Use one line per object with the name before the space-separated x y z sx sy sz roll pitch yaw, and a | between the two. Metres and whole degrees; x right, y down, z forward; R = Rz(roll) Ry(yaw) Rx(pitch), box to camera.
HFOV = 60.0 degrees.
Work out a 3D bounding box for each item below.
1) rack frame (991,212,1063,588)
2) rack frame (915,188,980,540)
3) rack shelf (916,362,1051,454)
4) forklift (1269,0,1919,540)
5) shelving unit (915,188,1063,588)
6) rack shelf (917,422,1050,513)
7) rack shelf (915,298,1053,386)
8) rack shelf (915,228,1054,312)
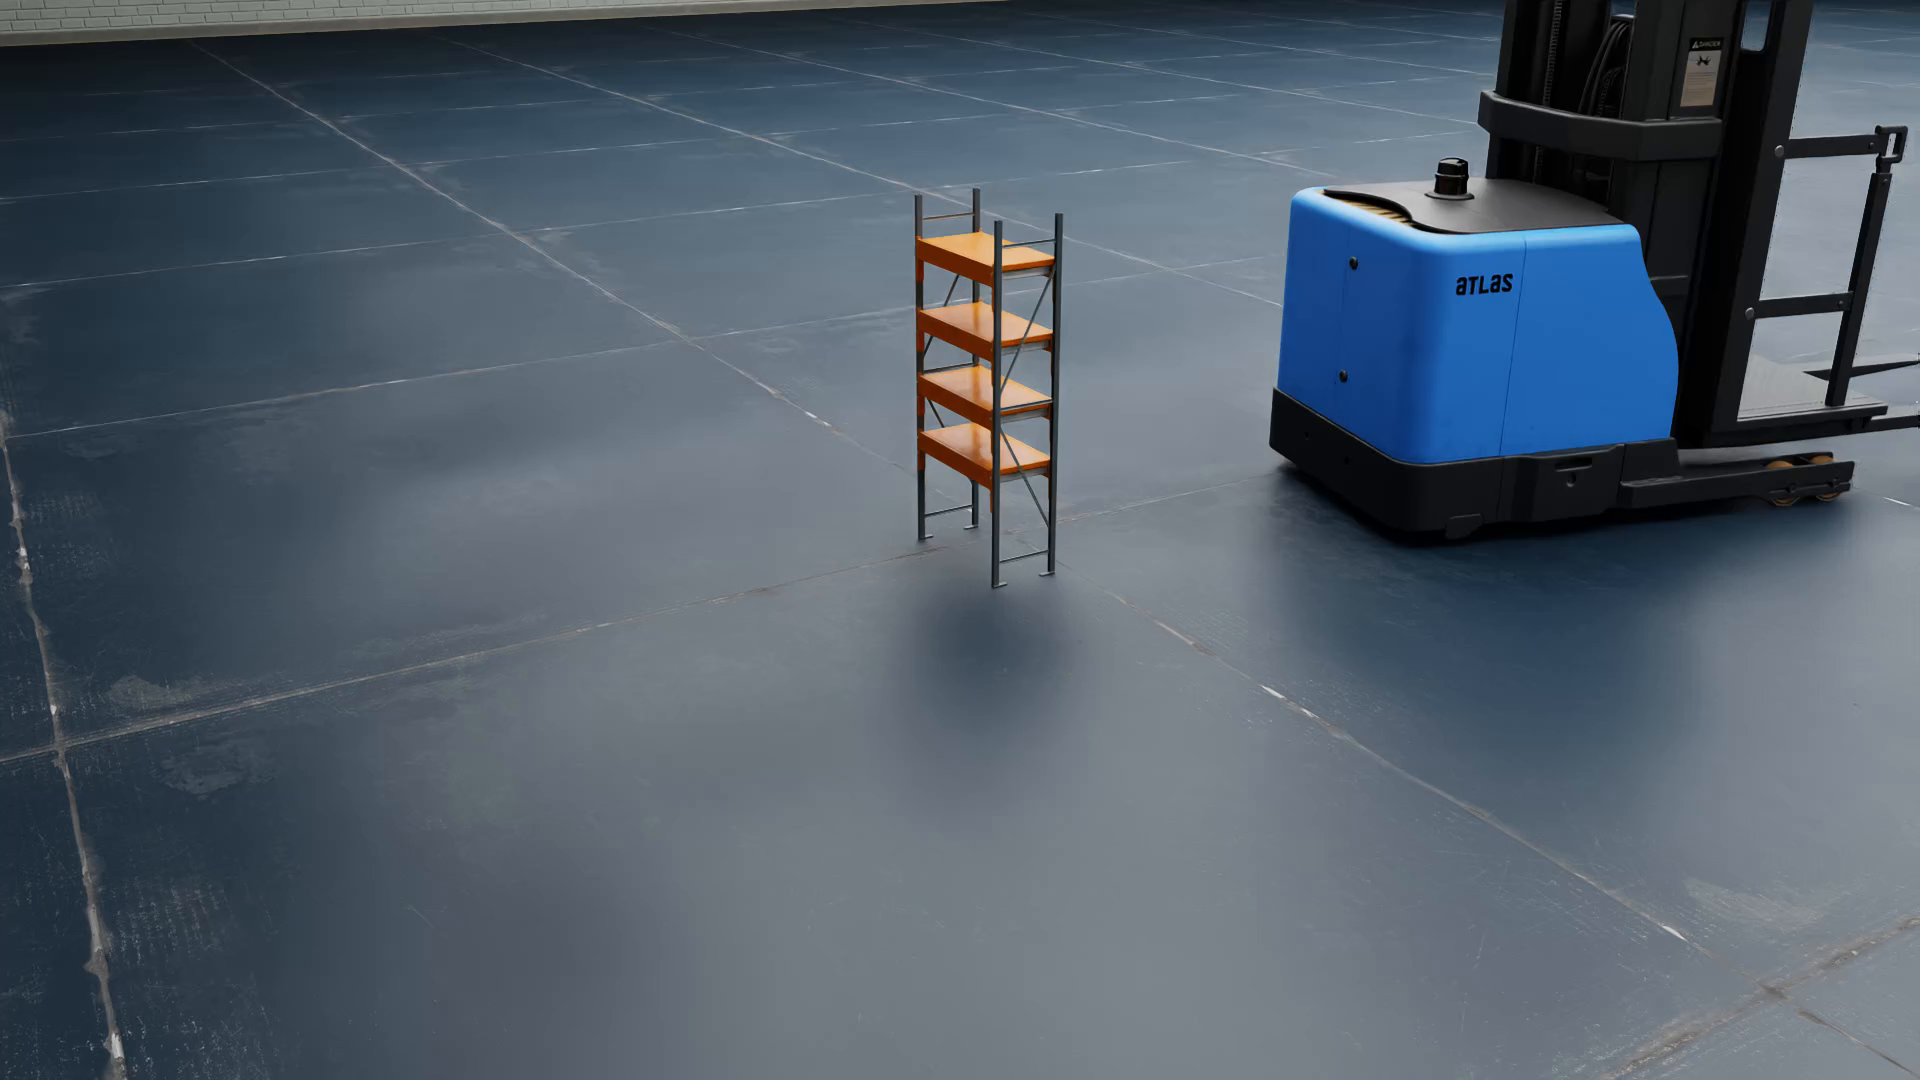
rack frame | 0.209 -0.423 5.259 0.240 1.200 0.015 -13 25 -28
rack frame | -0.040 -0.581 5.648 0.240 1.200 0.015 -13 25 -28
rack shelf | 0.085 -0.440 5.479 0.258 0.148 0.480 -13 25 -28
forklift | 2.790 -1.663 6.011 3.031 2.935 1.130 -7 23 -16
shelving unit | 0.085 -0.502 5.454 0.258 1.200 0.503 -13 25 -28
rack shelf | 0.085 -0.256 5.554 0.258 0.148 0.480 -13 25 -28
rack shelf | 0.085 -0.647 5.395 0.258 0.148 0.480 -13 25 -28
rack shelf | 0.085 -0.866 5.306 0.258 0.148 0.480 -13 25 -28
